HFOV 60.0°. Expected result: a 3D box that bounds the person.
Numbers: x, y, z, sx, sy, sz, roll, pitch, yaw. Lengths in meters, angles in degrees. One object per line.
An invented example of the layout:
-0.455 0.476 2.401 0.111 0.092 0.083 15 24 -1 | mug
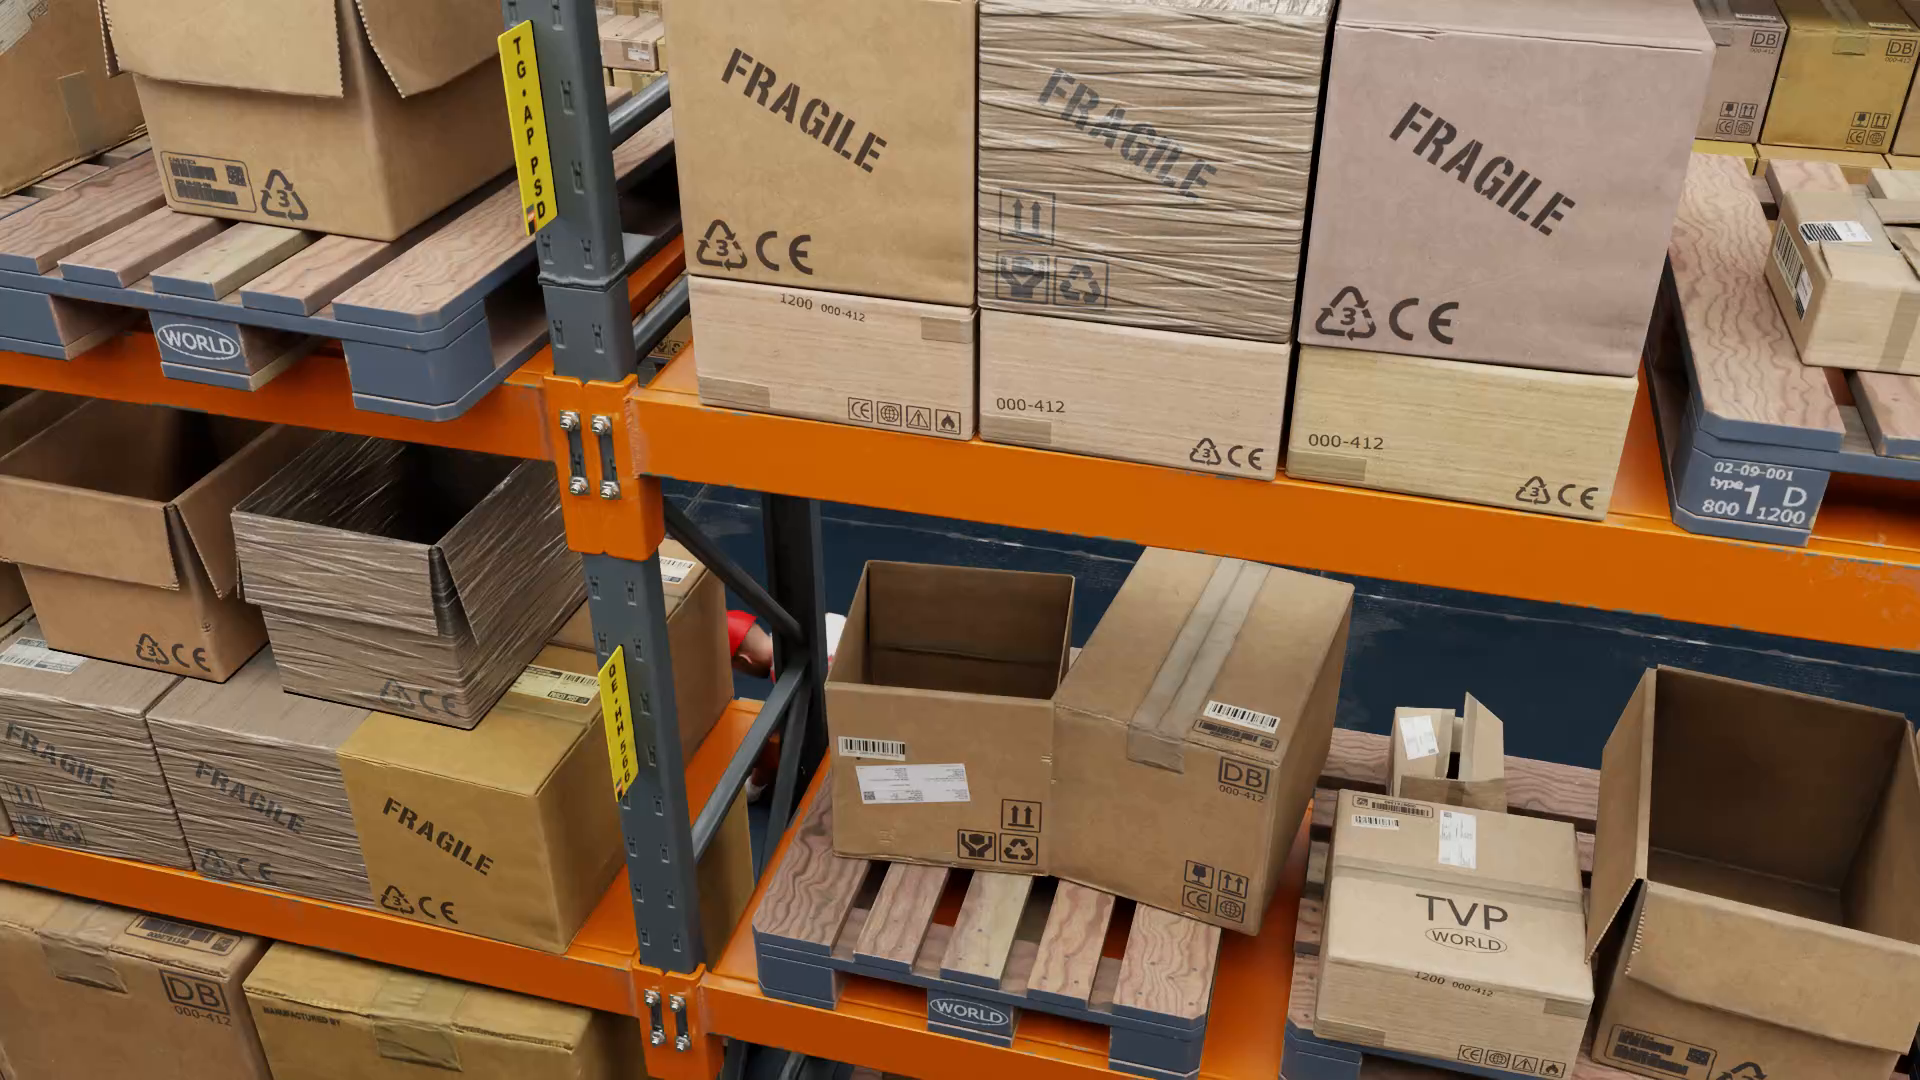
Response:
-0.456 0.642 6.117 0.939 0.841 0.531 7 33 11 | person
